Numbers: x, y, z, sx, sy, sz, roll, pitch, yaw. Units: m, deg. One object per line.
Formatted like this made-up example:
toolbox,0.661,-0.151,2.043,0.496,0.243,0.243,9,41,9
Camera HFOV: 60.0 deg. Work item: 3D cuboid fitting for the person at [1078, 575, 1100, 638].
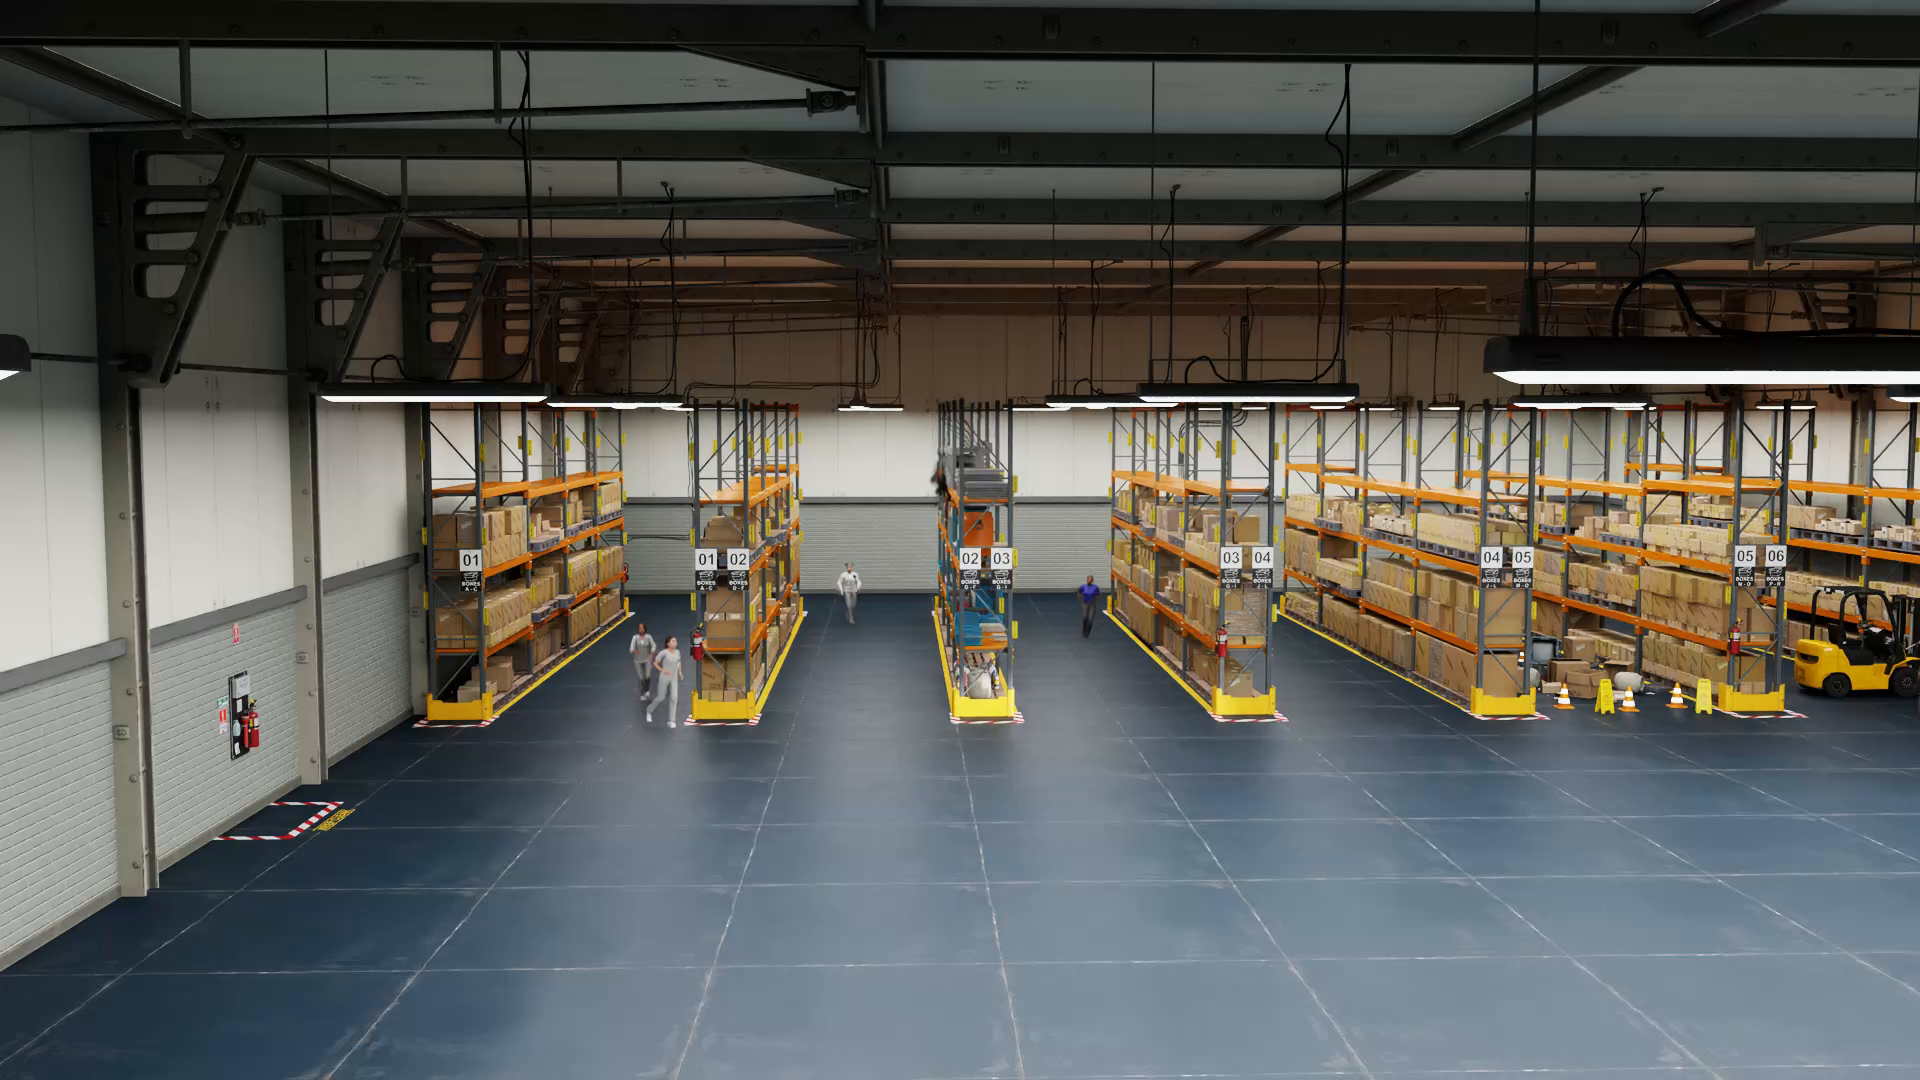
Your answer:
person,3.280,1.703,42.243,0.570,1.597,0.651,0,4,1

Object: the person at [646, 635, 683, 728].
person,-5.326,2.570,30.518,0.635,1.635,0.954,-3,5,-38

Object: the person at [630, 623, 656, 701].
person,-6.279,2.427,32.959,0.521,1.561,0.570,-1,4,-11

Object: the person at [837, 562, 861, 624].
person,-3.032,1.439,45.683,0.650,1.677,0.603,-1,5,-18
